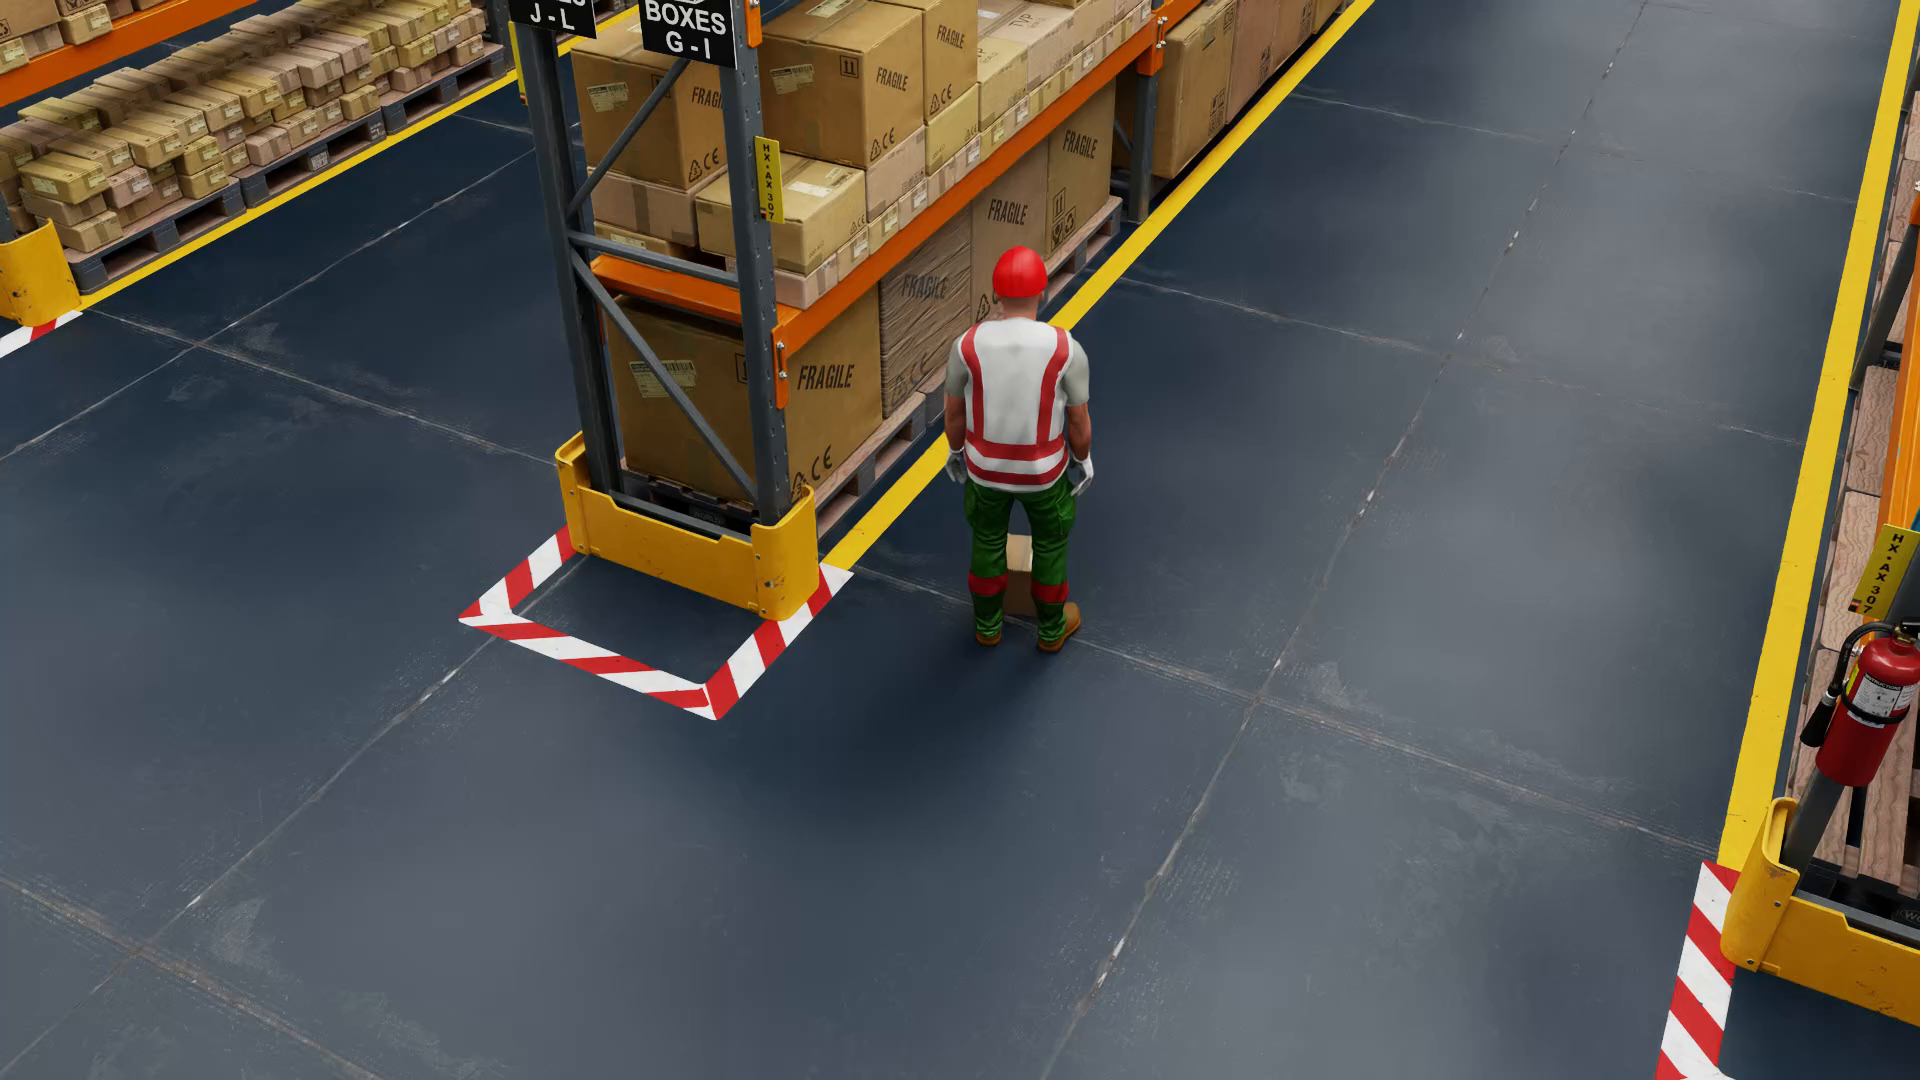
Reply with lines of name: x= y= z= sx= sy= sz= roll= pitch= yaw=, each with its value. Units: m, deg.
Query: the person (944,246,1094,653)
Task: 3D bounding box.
person: x=0.231 y=-0.314 z=6.547 sx=0.592 sy=1.778 sz=0.447 roll=6 pitch=38 yaw=8
